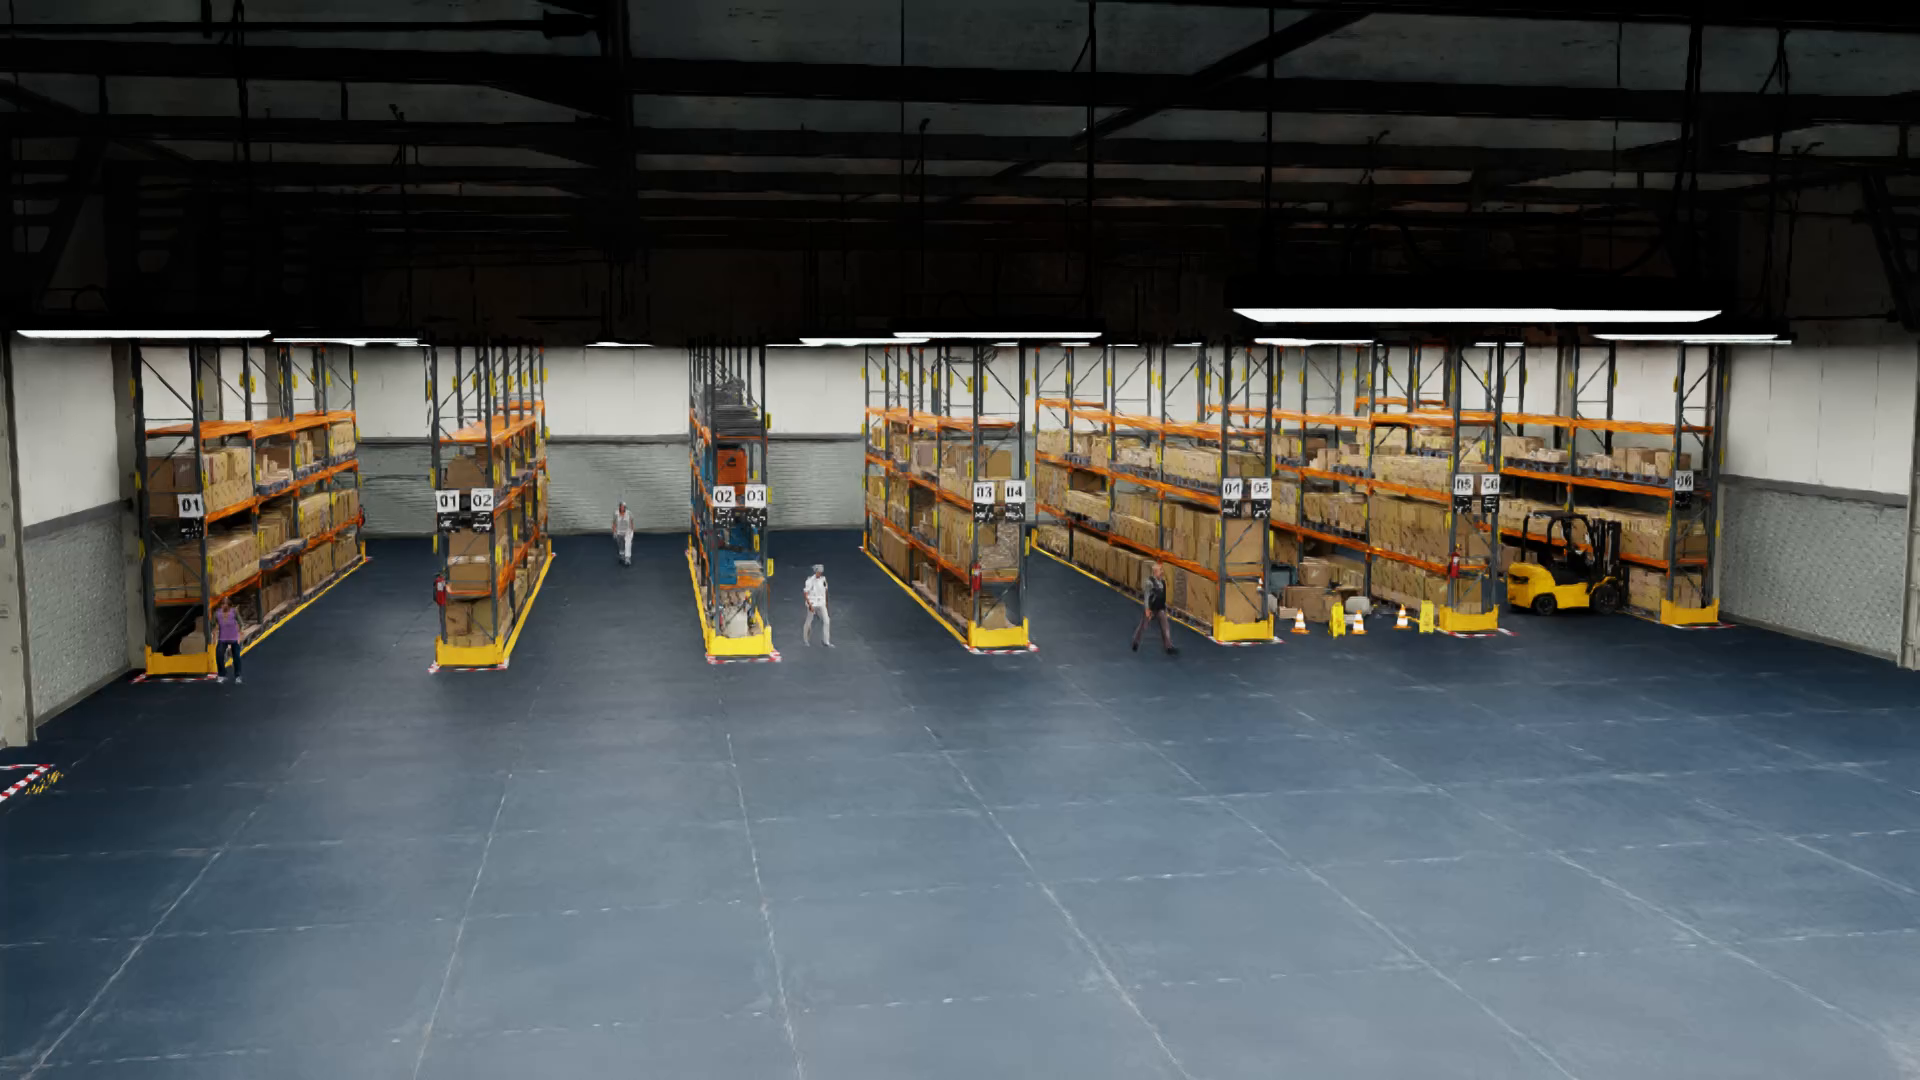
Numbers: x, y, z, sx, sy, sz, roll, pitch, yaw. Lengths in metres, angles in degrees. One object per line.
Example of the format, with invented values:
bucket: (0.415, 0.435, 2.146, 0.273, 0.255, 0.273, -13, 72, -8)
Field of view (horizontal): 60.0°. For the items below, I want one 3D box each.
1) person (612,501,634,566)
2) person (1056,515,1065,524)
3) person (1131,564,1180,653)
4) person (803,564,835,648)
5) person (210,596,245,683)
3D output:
person: (-8.953, -0.198, 44.168, 0.546, 1.709, 1.123, -1, 7, -8)
person: (3.108, -0.850, 49.846, 0.528, 1.761, 0.652, -4, 8, -32)
person: (3.659, 1.293, 31.395, 0.588, 1.695, 0.930, -5, 8, -37)
person: (-2.775, 1.242, 32.022, 0.575, 1.631, 0.735, -3, 7, -28)
person: (-12.540, 1.706, 28.495, 0.566, 1.541, 0.519, -1, 7, -13)
